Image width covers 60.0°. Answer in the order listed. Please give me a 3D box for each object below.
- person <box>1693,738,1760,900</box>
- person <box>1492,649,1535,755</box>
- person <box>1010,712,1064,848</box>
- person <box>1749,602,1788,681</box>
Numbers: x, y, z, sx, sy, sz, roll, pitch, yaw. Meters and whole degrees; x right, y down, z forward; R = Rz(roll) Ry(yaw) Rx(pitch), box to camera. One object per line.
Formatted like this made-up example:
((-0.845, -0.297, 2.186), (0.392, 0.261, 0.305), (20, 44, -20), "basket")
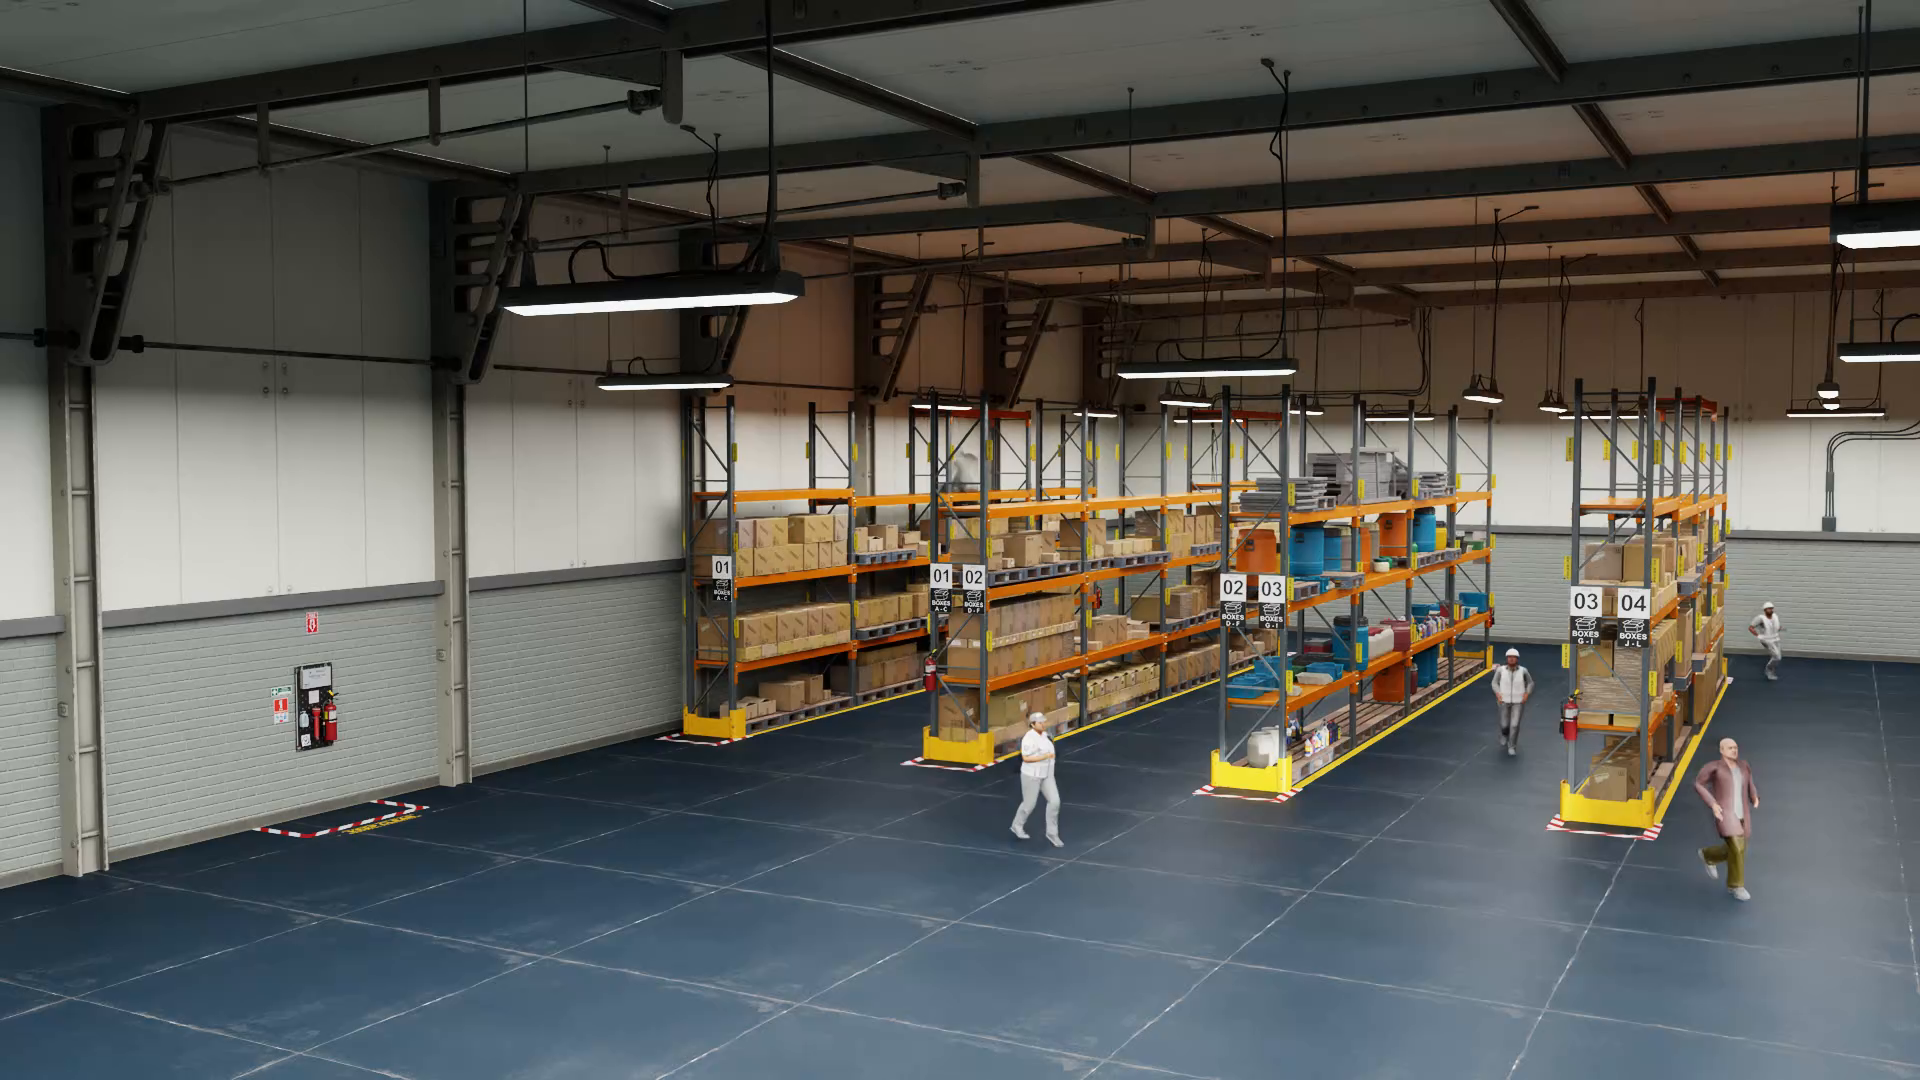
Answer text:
((8.738, 3.134, 18.940), (0.704, 1.773, 0.844), (-1, 3, -14), "person")
((9.204, 2.679, 27.729), (0.656, 1.752, 0.615), (1, 3, 20), "person")
((0.970, 3.050, 21.236), (0.592, 1.721, 0.747), (-3, 4, -45), "person")
((17.708, 2.229, 36.323), (0.684, 1.737, 0.621), (-1, 3, -26), "person")
